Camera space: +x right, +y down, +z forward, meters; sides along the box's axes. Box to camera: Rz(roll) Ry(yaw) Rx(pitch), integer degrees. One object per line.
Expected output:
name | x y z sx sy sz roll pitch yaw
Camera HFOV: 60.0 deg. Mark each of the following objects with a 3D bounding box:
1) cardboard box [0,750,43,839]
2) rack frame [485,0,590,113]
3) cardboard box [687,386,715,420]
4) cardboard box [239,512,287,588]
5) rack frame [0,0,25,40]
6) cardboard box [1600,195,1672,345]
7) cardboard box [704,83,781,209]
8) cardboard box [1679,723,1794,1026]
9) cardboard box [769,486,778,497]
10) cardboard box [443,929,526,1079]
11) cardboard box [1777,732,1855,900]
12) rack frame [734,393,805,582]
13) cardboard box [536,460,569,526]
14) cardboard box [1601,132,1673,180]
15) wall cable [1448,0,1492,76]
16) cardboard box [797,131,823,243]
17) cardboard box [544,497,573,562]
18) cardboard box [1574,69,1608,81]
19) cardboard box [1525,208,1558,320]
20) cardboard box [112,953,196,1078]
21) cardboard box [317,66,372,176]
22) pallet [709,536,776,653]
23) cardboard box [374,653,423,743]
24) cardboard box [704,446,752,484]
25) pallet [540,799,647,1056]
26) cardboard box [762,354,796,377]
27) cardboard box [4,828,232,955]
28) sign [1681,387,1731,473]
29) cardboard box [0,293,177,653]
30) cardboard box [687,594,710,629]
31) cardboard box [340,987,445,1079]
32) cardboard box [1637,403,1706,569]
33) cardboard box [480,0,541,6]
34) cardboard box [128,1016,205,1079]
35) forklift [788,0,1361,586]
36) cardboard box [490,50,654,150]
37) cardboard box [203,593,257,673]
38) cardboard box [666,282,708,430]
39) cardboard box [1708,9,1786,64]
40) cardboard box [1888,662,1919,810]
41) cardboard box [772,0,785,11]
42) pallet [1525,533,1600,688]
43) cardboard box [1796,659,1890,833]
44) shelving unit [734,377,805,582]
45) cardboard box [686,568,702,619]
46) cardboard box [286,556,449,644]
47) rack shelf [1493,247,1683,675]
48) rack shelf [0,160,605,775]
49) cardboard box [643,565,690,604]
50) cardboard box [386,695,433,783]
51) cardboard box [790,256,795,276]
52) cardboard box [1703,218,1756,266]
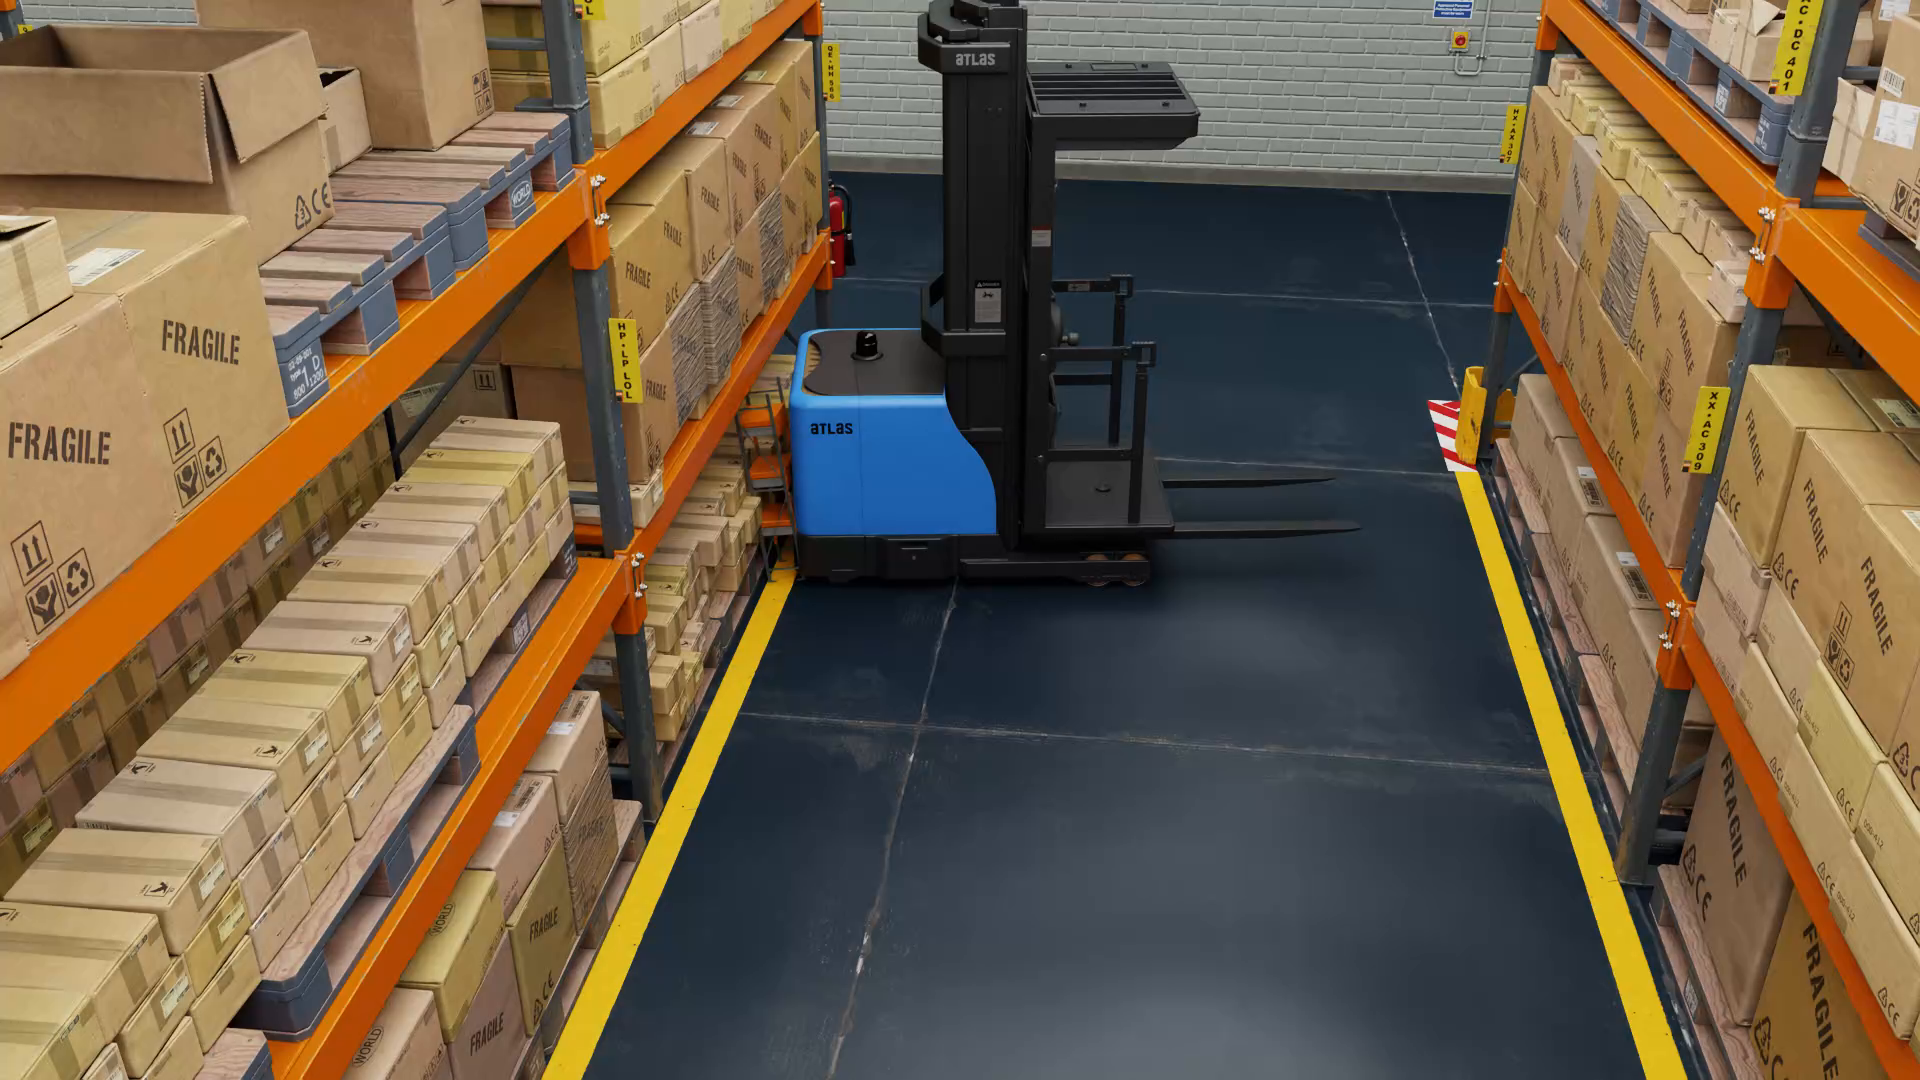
cardboard box | -2.528 0.635 4.104 0.380 0.149 0.250 3 28 6
rack frame | -1.773 -2.815 4.988 1.000 3.000 0.127 3 28 6
cardboard box | -1.340 -0.675 7.605 0.380 0.149 0.250 4 29 7
cardboard box | -2.373 0.018 5.249 0.380 0.149 0.250 3 28 6
rack frame | -6.193 -2.393 10.529 1.000 3.000 0.127 3 28 6
cardboard box | 3.060 -1.135 7.035 0.500 0.500 0.500 4 29 7
cardboard box | -1.209 -1.959 8.250 0.500 0.500 0.500 5 29 9
cardboard box | 3.156 1.113 5.819 0.875 0.875 0.875 4 29 8
cardboard box | -1.177 -0.364 9.012 0.380 0.149 0.250 4 29 7
cardboard box | -1.744 1.587 5.334 0.500 0.500 0.500 3 28 5
cardboard box | 2.696 0.808 4.747 0.500 0.250 0.500 3 28 6
rack frame | -0.986 -0.255 8.574 0.200 1.050 0.008 -4 25 10
cardboard box | -1.625 -0.181 5.931 0.380 0.149 0.250 4 29 8
cardboard box | 3.092 -1.708 7.415 0.380 0.149 0.250 3 28 5
wall cable | 4.310 -4.934 14.141 0.585 1.953 0.123 3 28 6
cardboard box | -1.082 -2.006 9.391 0.500 0.500 0.500 4 29 7
cardboard box | -1.625 -0.050 6.003 0.380 0.149 0.250 3 28 5
cardboard box | 3.363 -2.308 8.529 0.380 0.149 0.250 4 29 7
cardboard box | 3.264 -1.412 8.603 0.500 0.500 0.500 3 28 5
cardboard box | -1.944 1.034 3.677 0.380 0.149 0.250 2 28 5
cardboard box | -2.089 -1.238 4.875 0.500 0.311 0.500 3 28 5
pallet | -1.578 0.159 8.732 1.003 0.211 1.213 3 28 6
cardboard box | -1.783 0.440 4.779 0.380 0.149 0.250 3 29 6
cardboard box | -1.304 -0.375 8.720 0.380 0.149 0.250 2 28 4
pallet | -1.867 1.420 6.392 1.003 0.211 1.213 3 28 6
cardboard box | -1.096 -0.985 9.851 0.380 0.149 0.250 4 29 7
cardboard box | -1.916 0.800 3.798 0.380 0.149 0.250 2 28 4
sign | 2.601 -0.382 5.800 0.100 0.325 0.005 3 28 6
cardboard box | -1.875 -0.145 3.089 0.500 0.500 0.500 3 28 6
cardboard box | -1.416 0.375 7.953 0.380 0.149 0.250 3 28 5
cardboard box | -1.803 1.513 4.682 0.500 0.250 0.500 4 29 7
cardboard box | 2.956 -0.211 6.374 0.500 0.500 0.500 4 29 7
cardboard box | -1.497 -1.947 5.750 0.380 0.149 0.250 3 28 5
cardboard box | -1.942 1.182 3.715 0.380 0.149 0.250 5 29 9
forklift | 0.628 -1.298 8.568 3.031 2.935 1.130 -1 28 -1
cardboard box | -1.454 -1.631 6.111 0.500 0.250 0.500 5 29 9
cardboard box | -2.401 0.272 5.090 0.380 0.149 0.250 4 29 8
cardboard box | -1.408 -0.801 7.155 0.500 0.500 0.500 3 28 6
cardboard box | 2.946 -1.817 6.014 0.380 0.149 0.250 4 29 7
cardboard box | 2.657 0.493 4.013 0.500 0.500 0.500 3 28 5
cardboard box | -1.131 -2.842 8.358 0.500 0.250 0.500 3 28 6
pallet | 3.470 0.364 8.352 1.003 0.211 1.213 3 28 6
cardboard box | 2.694 0.585 4.632 0.500 0.250 0.500 4 29 7
shelving unit | -0.971 -0.308 8.683 0.215 1.050 0.252 -4 25 10
cardboard box | -1.439 0.245 7.882 0.380 0.149 0.250 2 28 4
cardboard box | -1.759 0.177 4.954 0.380 0.149 0.250 2 28 5
rack shelf | 3.398 -0.559 7.883 1.077 0.370 4.000 3 28 6
rack shelf | -2.018 -0.237 4.123 1.077 0.370 4.000 3 28 6
cardboard box | -1.450 0.236 7.586 0.380 0.149 0.250 3 28 5
cardboard box | -1.781 0.563 4.864 0.380 0.149 0.250 5 29 8
cardboard box | -1.125 -1.543 9.216 0.380 0.149 0.250 3 28 6
cardboard box | 3.055 -1.102 6.289 0.380 0.149 0.250 3 28 6
